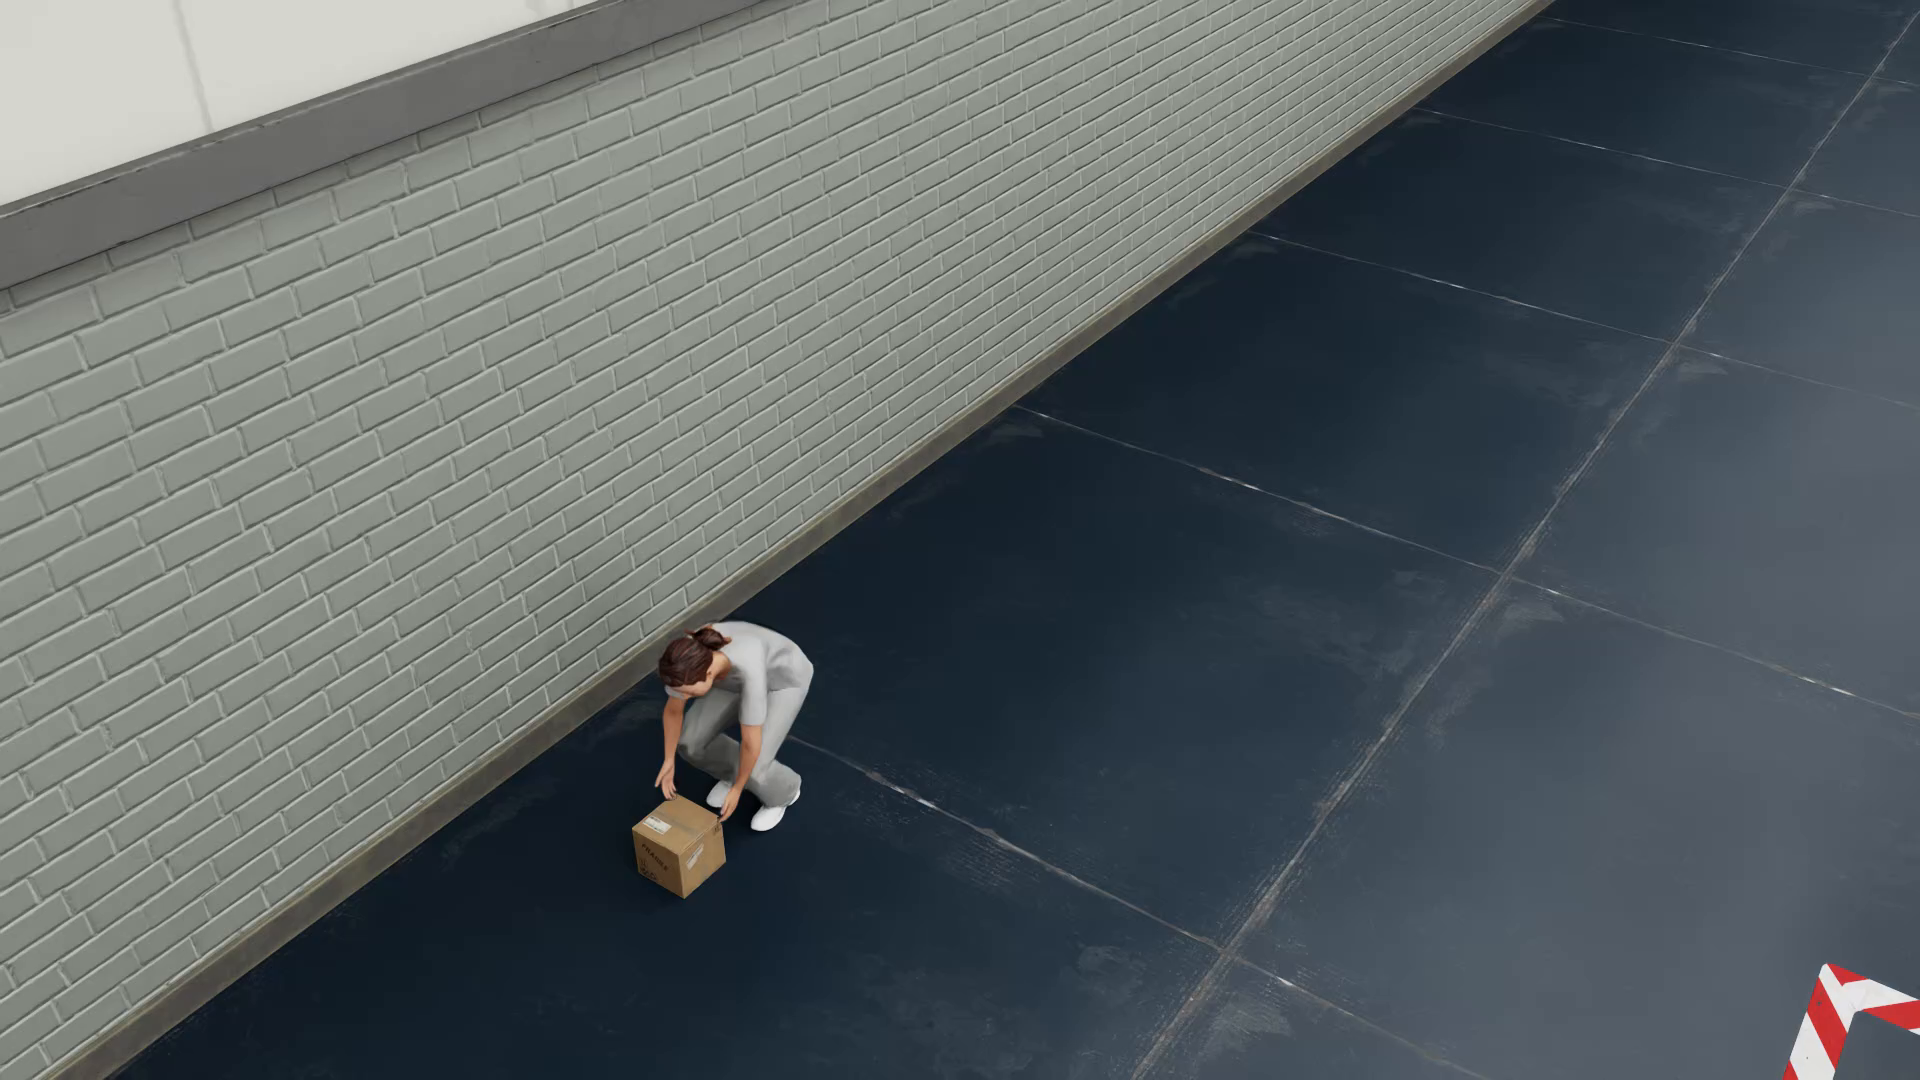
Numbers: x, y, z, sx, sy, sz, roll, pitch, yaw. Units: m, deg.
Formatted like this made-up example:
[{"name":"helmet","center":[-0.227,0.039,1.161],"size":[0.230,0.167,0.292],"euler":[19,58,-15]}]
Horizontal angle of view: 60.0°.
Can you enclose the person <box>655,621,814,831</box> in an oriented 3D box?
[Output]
[{"name":"person","center":[-0.885,0.698,6.643],"size":[0.495,1.102,0.757],"euler":[22,40,28]}]
